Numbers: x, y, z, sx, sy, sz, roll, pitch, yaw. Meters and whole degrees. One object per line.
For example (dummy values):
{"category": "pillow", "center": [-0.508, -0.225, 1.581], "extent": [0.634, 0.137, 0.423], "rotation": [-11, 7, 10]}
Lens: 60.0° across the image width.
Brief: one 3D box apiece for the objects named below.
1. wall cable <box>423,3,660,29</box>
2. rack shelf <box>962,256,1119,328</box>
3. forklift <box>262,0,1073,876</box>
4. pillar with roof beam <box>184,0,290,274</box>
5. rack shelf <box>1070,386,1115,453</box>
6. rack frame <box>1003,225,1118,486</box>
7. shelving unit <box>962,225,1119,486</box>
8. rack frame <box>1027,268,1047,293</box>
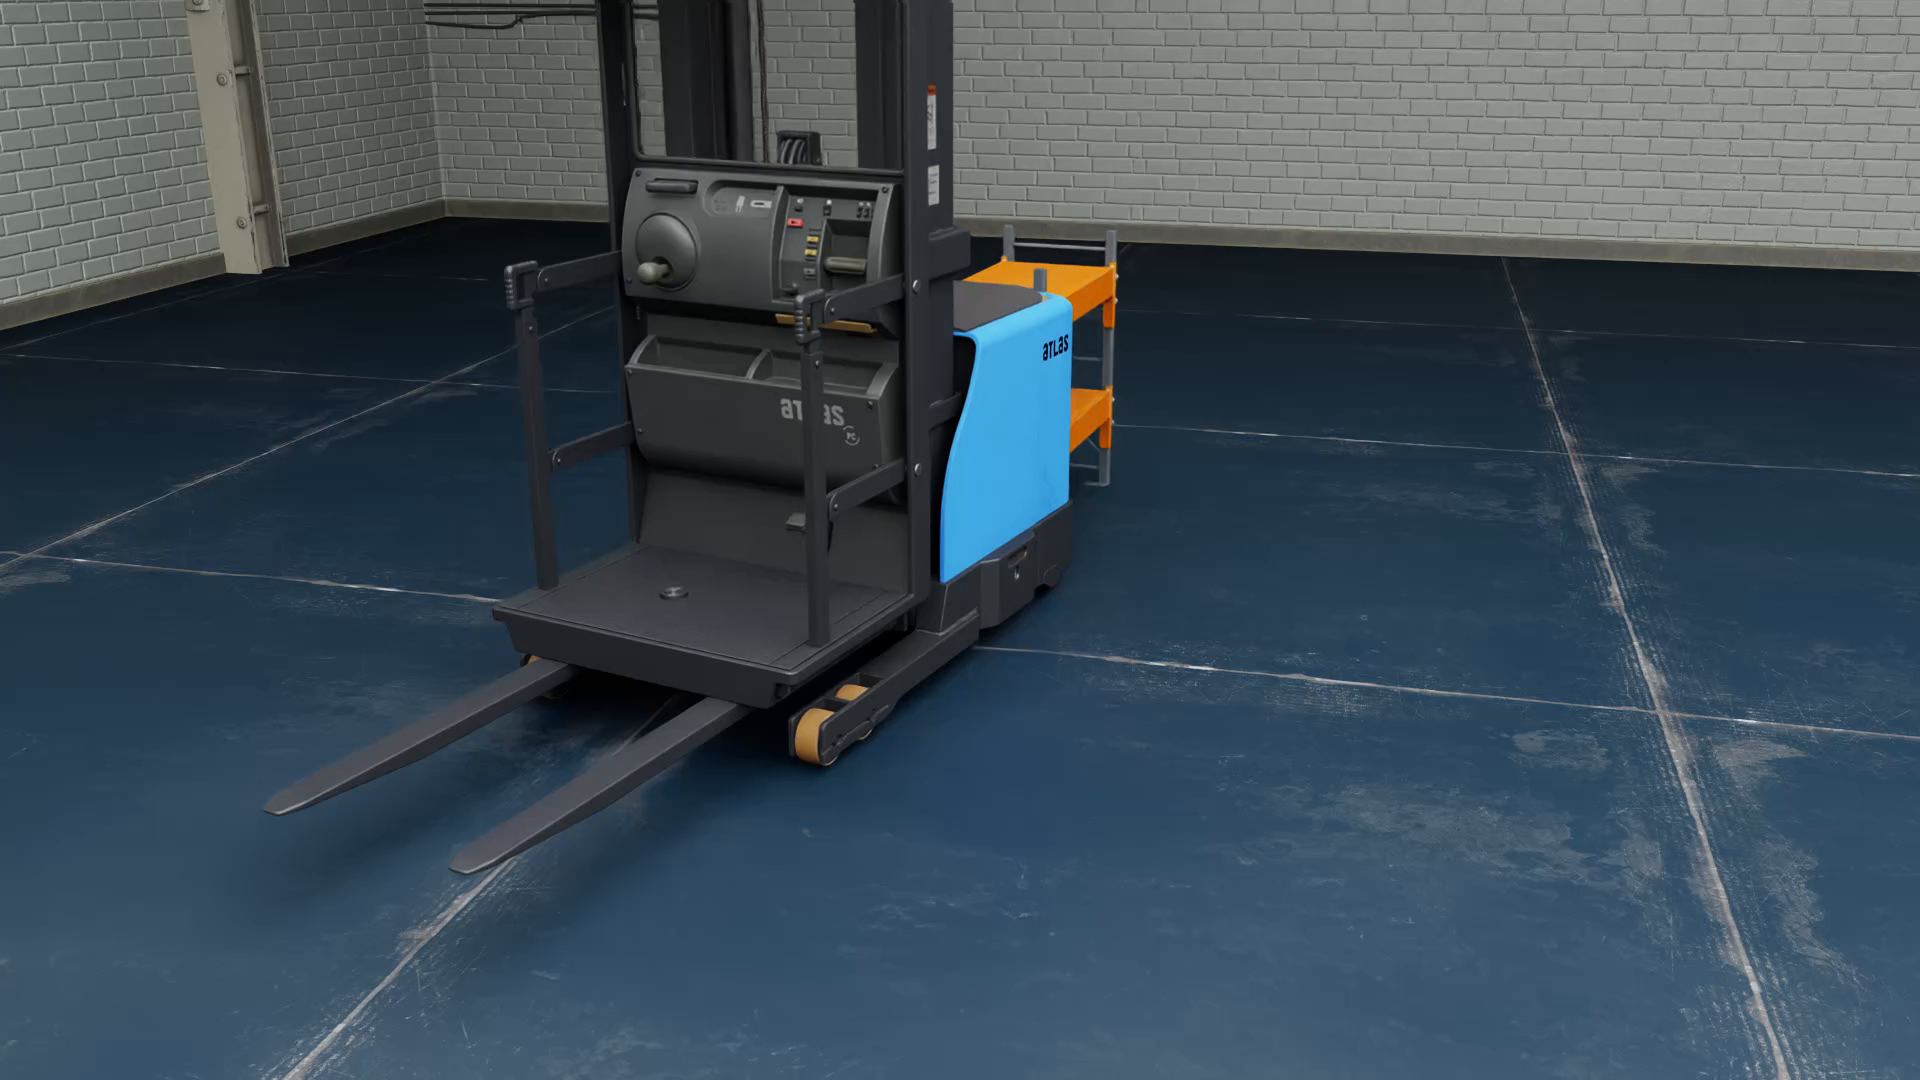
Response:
{"category": "wall cable", "center": [-3.407, -5.692, 14.234], "extent": [3.097, 2.526, 0.112], "rotation": [5, 19, 13]}
{"category": "rack shelf", "center": [0.255, -0.925, 6.751], "extent": [0.538, 0.278, 1.000], "rotation": [7, 20, 19]}
{"category": "forklift", "center": [-0.713, -0.901, 4.790], "extent": [1.130, 2.935, 3.031], "rotation": [10, 21, 26]}
{"category": "pillar with roof beam", "center": [-1.234, -6.002, 10.339], "extent": [9.100, 9.000, 0.400], "rotation": [5, 19, 13]}
{"category": "rack shelf", "center": [0.255, -0.417, 6.925], "extent": [0.538, 0.278, 1.000], "rotation": [7, 20, 19]}
{"category": "rack frame", "center": [0.428, -0.803, 7.298], "extent": [0.500, 1.125, 0.032], "rotation": [7, 20, 19]}
{"category": "shelving unit", "center": [0.255, -0.648, 6.846], "extent": [0.538, 1.125, 1.048], "rotation": [7, 20, 19]}
{"category": "rack frame", "center": [0.081, -0.494, 6.393], "extent": [0.500, 1.125, 0.032], "rotation": [7, 20, 19]}
